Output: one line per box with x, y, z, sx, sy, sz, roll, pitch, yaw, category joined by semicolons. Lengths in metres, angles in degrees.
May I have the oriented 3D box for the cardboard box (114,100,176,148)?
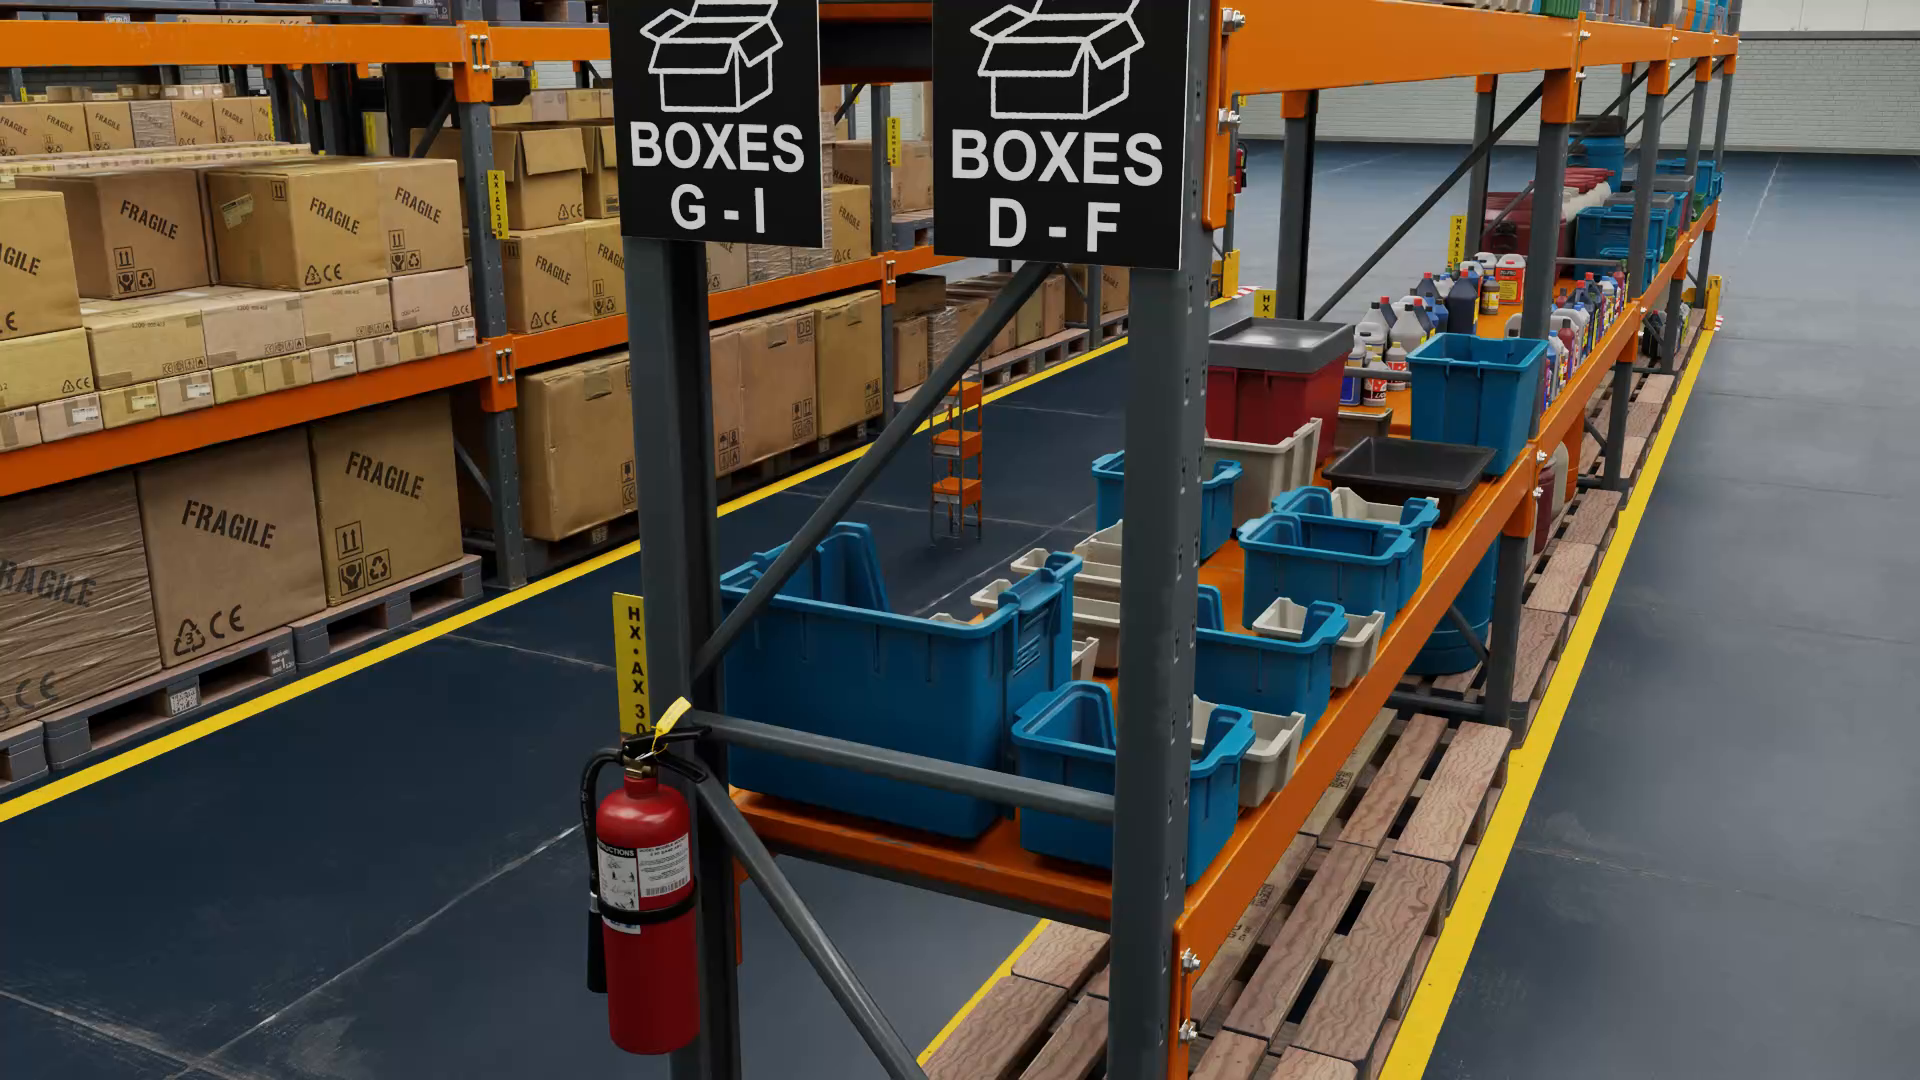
-8.723;-4.399;17.629;0.500;0.500;0.500;7;18;23;cardboard box

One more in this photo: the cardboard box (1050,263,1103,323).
1.048;-2.383;15.933;0.500;0.500;0.500;7;18;24;cardboard box

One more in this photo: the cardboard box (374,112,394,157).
-5.136;-3.562;14.316;0.700;0.500;0.500;8;18;25;cardboard box

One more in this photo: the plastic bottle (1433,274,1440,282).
2.438;-1.221;8.571;0.061;0.283;0.133;8;18;25;plastic bottle

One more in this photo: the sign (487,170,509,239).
-2.244;-1.628;8.079;0.100;0.325;0.005;8;18;25;sign

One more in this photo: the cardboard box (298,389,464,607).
-3.107;-0.271;8.161;0.875;0.875;0.875;8;18;25;cardboard box

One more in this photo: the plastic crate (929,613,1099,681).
0.105;0.270;3.704;0.396;0.136;0.243;8;18;25;plastic crate

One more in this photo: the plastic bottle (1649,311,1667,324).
6.127;-1.880;14.597;0.152;0.276;0.135;8;18;25;plastic bottle

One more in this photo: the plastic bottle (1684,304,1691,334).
6.487;-1.993;14.978;0.152;0.276;0.135;8;18;26;plastic bottle

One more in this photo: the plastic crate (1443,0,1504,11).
1.169;-1.503;4.256;0.437;0.282;0.530;8;18;25;plastic crate

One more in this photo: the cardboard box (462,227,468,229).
-2.776;-1.447;8.954;0.500;0.500;0.500;8;18;26;cardboard box

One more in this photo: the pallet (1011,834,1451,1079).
0.852;1.225;5.028;1.003;0.211;1.213;8;18;25;pallet

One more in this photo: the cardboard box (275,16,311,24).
-5.373;-4.229;13.052;0.500;0.500;0.500;8;18;25;cardboard box

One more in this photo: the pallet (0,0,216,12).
-3.662;-2.124;6.296;1.003;0.211;1.213;8;18;25;pallet

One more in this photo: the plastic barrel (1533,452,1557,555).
2.770;-0.265;8.647;0.600;0.588;0.708;8;18;25;plastic barrel

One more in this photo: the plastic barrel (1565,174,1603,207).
4.313;-2.316;11.814;0.433;0.535;0.433;0;17;0;plastic barrel

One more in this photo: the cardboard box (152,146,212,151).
-6.075;-2.996;13.003;0.380;0.149;0.250;7;18;23;cardboard box

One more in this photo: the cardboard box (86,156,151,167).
-5.969;-2.640;11.803;0.380;0.149;0.250;9;19;27;cardboard box

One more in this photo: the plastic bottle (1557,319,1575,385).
2.633;-0.825;7.238;0.061;0.283;0.133;8;18;25;plastic bottle

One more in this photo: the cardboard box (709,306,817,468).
-1.686;-1.048;10.779;1.225;0.875;0.875;8;18;26;cardboard box

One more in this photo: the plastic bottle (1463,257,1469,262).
2.807;-1.431;9.280;0.061;0.283;0.133;8;18;25;plastic bottle

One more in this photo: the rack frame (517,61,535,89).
-6.244;-5.563;22.986;1.000;3.000;0.127;8;18;25;rack frame

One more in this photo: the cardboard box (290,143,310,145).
-5.154;-3.104;13.366;0.380;0.149;0.250;7;18;23;cardboard box

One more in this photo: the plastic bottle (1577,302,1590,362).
2.875;-0.969;7.745;0.097;0.271;0.097;0;17;0;plastic bottle

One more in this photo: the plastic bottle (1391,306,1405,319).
1.966;-0.919;7.568;0.152;0.276;0.135;8;18;25;plastic bottle

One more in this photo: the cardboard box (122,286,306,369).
-3.160;-0.908;7.055;0.500;0.250;0.500;9;19;26;cardboard box

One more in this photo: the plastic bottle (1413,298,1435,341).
2.020;-0.896;7.361;0.144;0.351;0.185;8;18;25;plastic bottle

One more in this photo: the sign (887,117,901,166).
-0.455;-2.750;11.481;0.100;0.325;0.005;8;18;25;sign

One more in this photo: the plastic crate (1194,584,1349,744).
0.602;0.266;3.549;0.416;0.233;0.300;8;18;25;plastic crate

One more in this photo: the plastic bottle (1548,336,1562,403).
2.401;-0.719;6.894;0.152;0.276;0.135;8;18;25;plastic bottle

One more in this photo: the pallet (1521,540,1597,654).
2.616;0.218;8.420;1.003;0.211;1.213;8;18;25;pallet

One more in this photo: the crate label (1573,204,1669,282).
4.163;-1.870;10.490;0.502;0.435;0.616;8;18;25;crate label

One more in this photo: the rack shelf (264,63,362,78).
-6.239;-3.505;12.052;1.077;0.370;4.000;8;18;25;rack shelf

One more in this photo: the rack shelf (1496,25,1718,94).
4.371;-3.237;11.149;1.077;0.370;4.000;8;18;25;rack shelf

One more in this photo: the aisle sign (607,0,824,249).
-0.391;-0.862;2.592;0.394;0.787;0.004;8;18;25;aisle sign

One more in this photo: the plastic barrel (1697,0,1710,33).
4.940;-4.008;11.601;0.600;0.901;0.600;0;17;0;plastic barrel

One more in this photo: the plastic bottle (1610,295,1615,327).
3.377;-1.222;8.718;0.097;0.201;0.097;0;17;0;plastic bottle

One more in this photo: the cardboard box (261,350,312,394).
-3.043;-0.744;7.201;0.380;0.149;0.250;8;19;26;cardboard box

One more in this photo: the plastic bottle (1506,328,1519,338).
2.155;-0.651;6.533;0.144;0.351;0.185;8;18;25;plastic bottle

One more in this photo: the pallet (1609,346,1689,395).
5.602;-1.482;14.144;1.003;0.211;1.213;8;18;25;pallet

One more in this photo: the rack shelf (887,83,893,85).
-0.060;-3.867;13.271;1.077;0.370;4.000;8;18;25;rack shelf

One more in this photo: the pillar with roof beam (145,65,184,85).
-7.953;-8.459;22.200;9.100;9.000;0.400;8;18;25;pillar with roof beam

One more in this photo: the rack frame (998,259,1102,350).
0.834;-3.283;15.311;1.000;3.000;0.127;8;18;25;rack frame

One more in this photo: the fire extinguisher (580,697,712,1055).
-0.571;0.600;3.028;0.296;0.674;0.183;8;18;25;fire extinguisher

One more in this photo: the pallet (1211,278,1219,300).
2.193;-2.744;18.391;1.003;0.211;1.213;8;18;25;pallet

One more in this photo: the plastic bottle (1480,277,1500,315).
2.908;-1.341;9.120;0.097;0.201;0.097;0;17;0;plastic bottle

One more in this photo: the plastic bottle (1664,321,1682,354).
5.997;-1.747;14.018;0.144;0.351;0.185;9;19;27;plastic bottle

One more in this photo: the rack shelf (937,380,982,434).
-0.024;-0.752;9.251;0.215;0.259;0.240;8;18;25;rack shelf

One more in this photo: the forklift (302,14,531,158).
-3.678;-2.190;11.750;1.130;2.935;3.031;8;18;25;forklift

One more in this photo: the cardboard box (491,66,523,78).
-6.277;-6.075;22.255;0.700;0.500;0.500;8;18;24;cardboard box

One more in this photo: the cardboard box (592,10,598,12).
-3.681;-5.640;17.506;0.380;0.149;0.250;8;18;25;cardboard box

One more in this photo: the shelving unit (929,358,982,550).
-0.024;-0.490;9.329;0.215;1.050;0.252;8;18;25;shelving unit

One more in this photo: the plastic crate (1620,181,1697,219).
5.613;-2.741;13.592;0.767;0.338;0.504;8;18;25;plastic crate

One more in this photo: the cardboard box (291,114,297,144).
-7.586;-4.811;19.757;0.500;0.500;0.500;8;18;25;cardboard box

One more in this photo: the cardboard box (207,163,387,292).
-2.935;-1.398;7.386;0.500;0.500;0.500;8;18;26;cardboard box

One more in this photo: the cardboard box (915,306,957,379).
-0.436;-1.593;13.238;0.700;0.500;0.500;6;18;21;cardboard box
